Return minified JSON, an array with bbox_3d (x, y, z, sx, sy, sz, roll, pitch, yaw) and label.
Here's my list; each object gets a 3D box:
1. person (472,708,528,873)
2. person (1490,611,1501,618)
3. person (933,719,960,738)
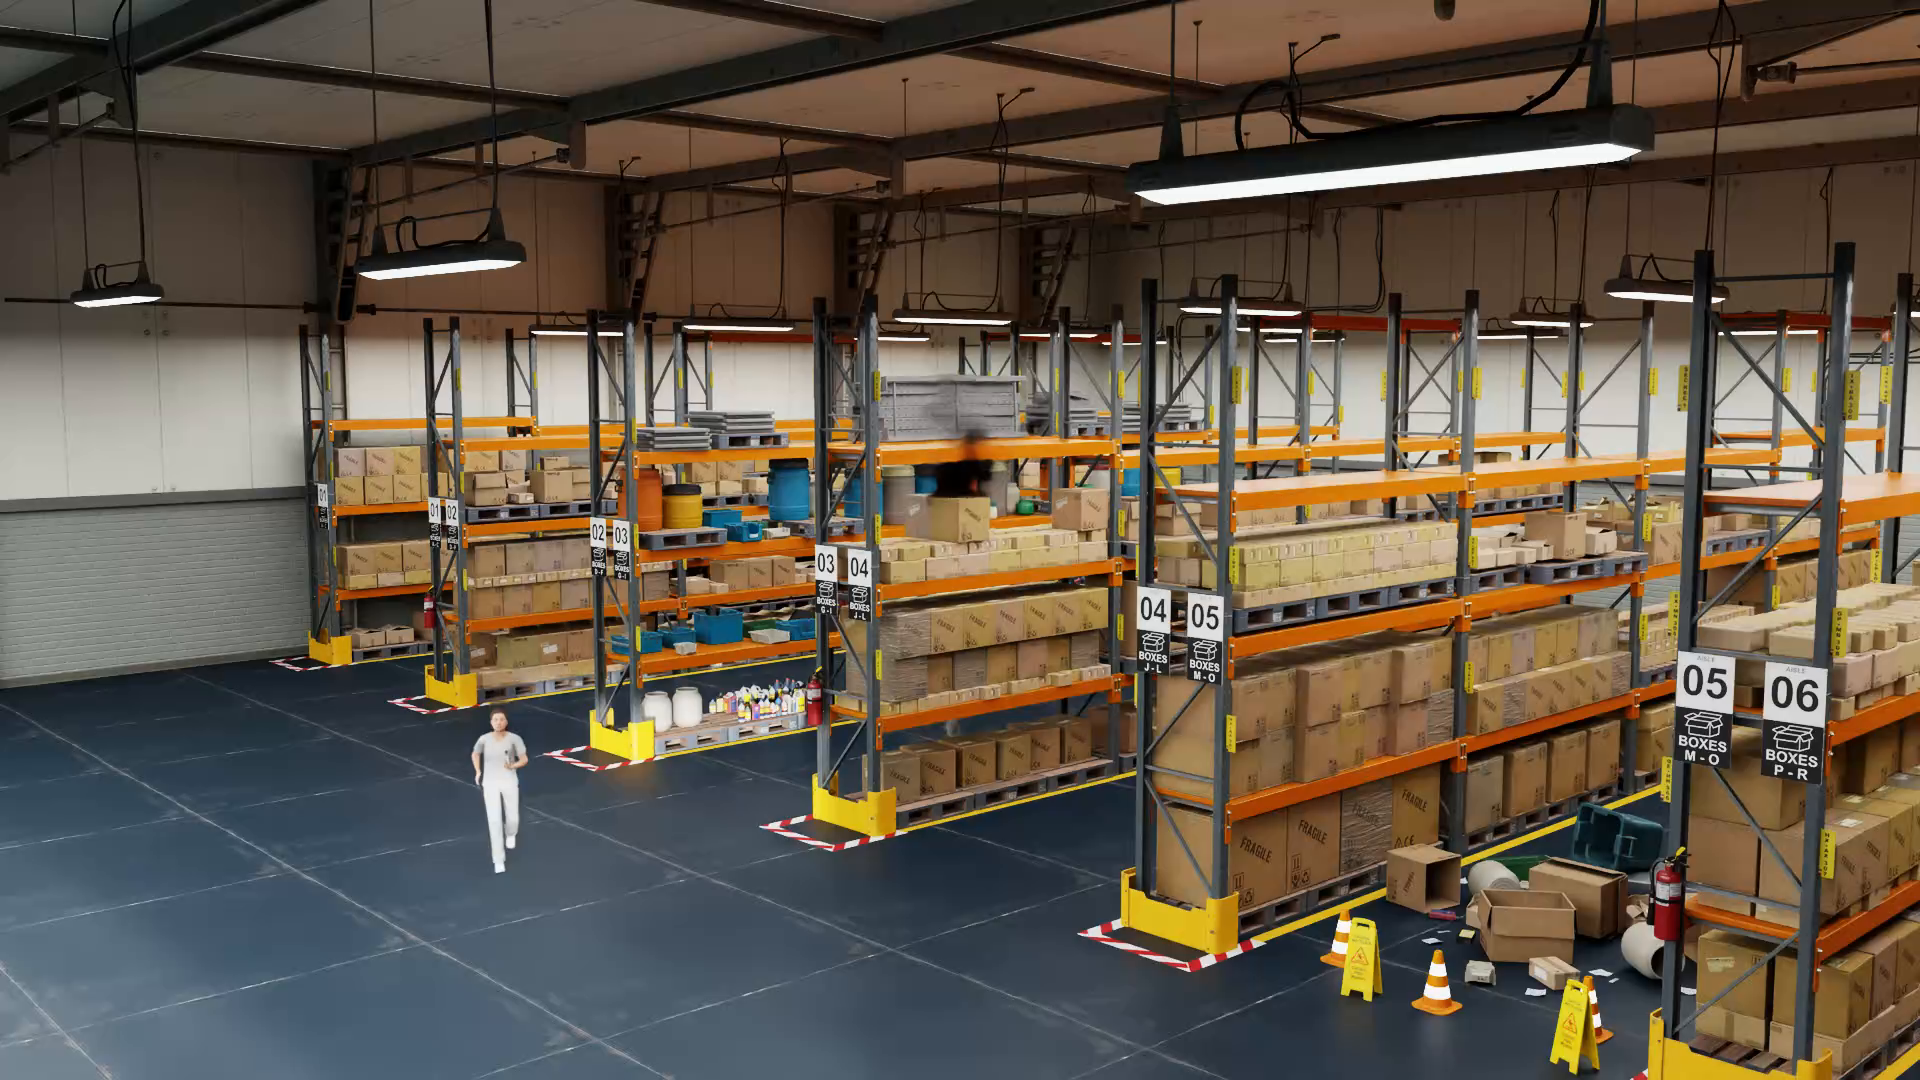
[{"bbox_3d":[-4.816,2.576,17.422,0.575,1.645,0.918,-1,6,-14],"label":"person"},{"bbox_3d":[7.984,1.852,24.911,0.591,1.608,0.575,4,7,34],"label":"person"},{"bbox_3d":[-0.180,2.019,22.615,0.658,1.739,0.591,4,7,35],"label":"person"}]
